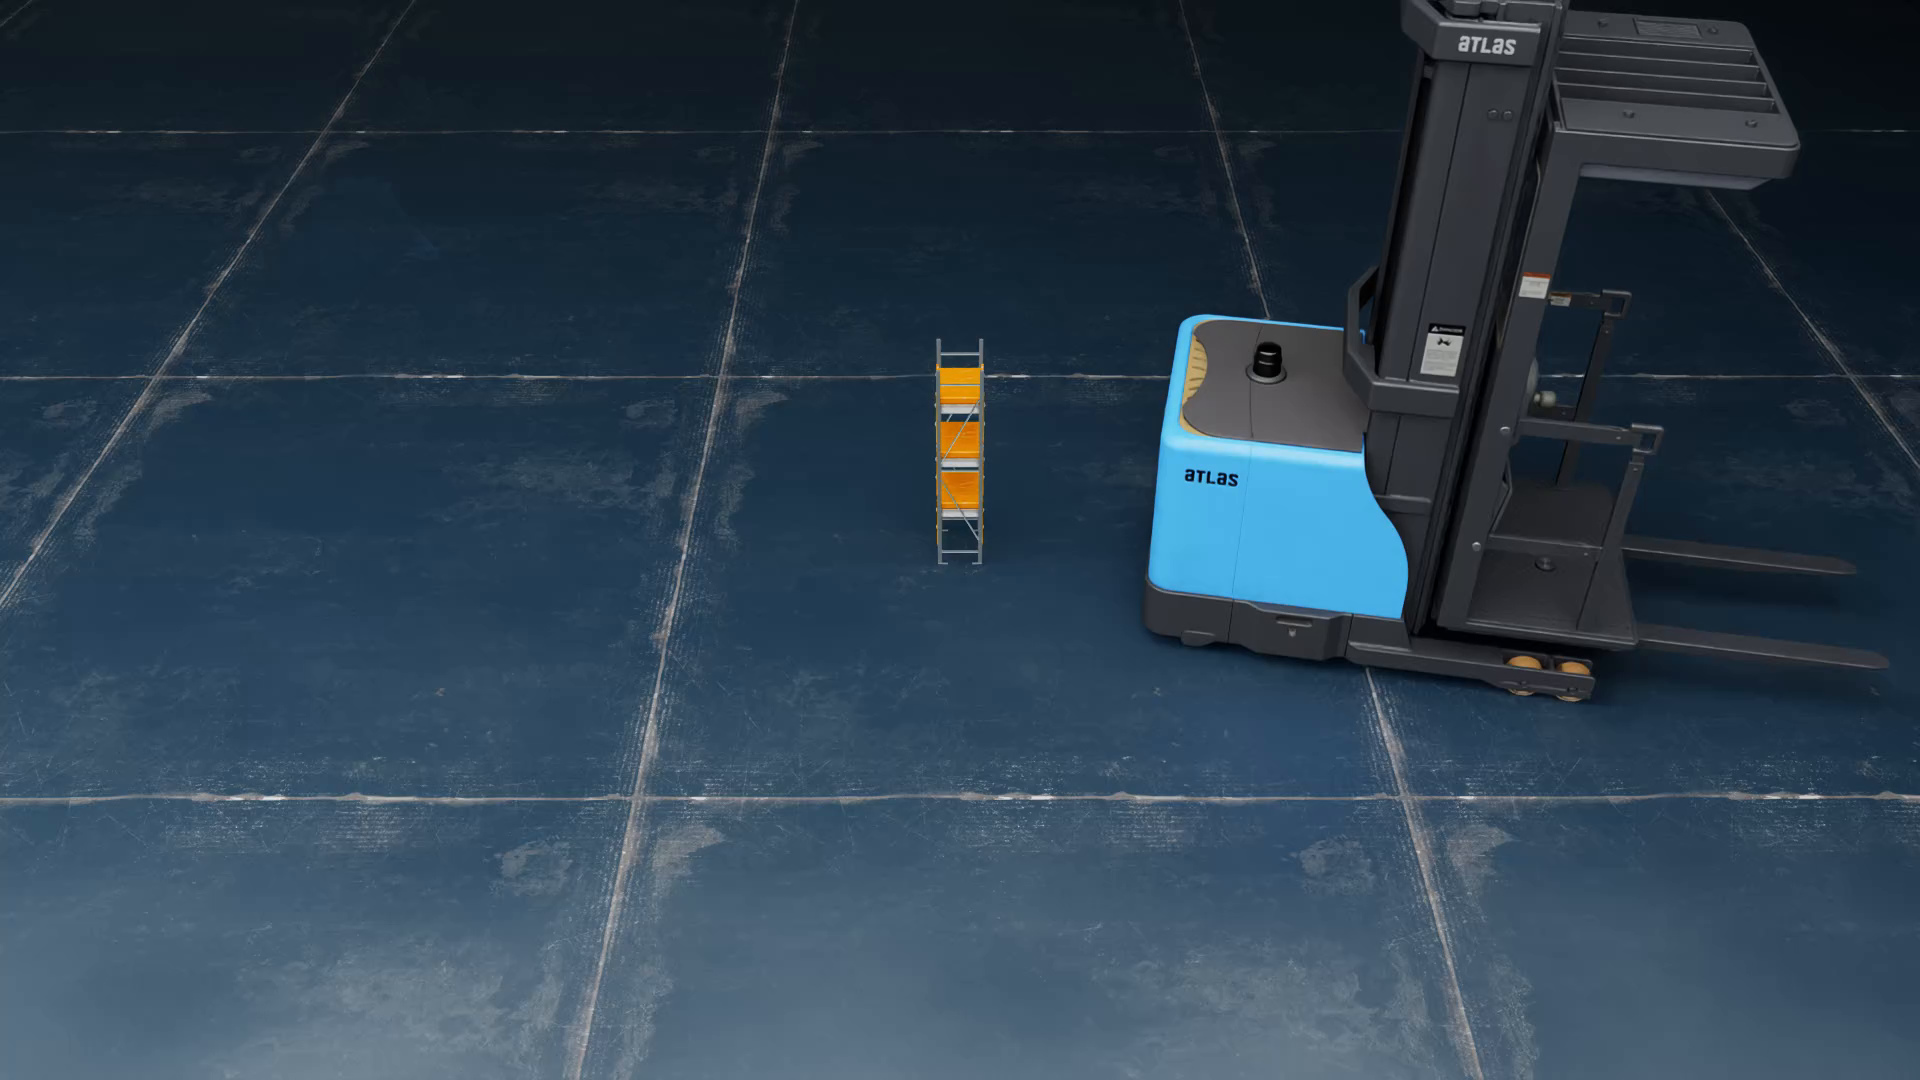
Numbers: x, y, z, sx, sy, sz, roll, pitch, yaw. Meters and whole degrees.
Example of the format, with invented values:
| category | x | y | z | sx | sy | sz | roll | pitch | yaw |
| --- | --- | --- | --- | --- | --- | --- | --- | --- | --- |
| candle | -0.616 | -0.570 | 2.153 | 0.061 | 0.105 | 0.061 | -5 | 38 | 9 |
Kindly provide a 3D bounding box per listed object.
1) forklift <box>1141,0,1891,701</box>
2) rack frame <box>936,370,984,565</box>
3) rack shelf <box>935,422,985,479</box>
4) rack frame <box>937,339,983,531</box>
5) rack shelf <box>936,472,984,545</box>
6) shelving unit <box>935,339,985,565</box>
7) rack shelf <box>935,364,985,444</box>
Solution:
| category | x | y | z | sx | sy | sz | roll | pitch | yaw |
| --- | --- | --- | --- | --- | --- | --- | --- | --- | --- |
| forklift | 2.355 | -0.836 | 6.449 | 3.031 | 2.935 | 1.130 | 7 | 39 | 8 |
| rack frame | 0.000 | -0.300 | 7.285 | 0.200 | 1.050 | 0.008 | 0 | 39 | 0 |
| rack shelf | 0.000 | -0.368 | 7.387 | 0.215 | 0.259 | 0.240 | 0 | 39 | 0 |
| rack frame | 0.000 | -0.453 | 7.475 | 0.200 | 1.050 | 0.008 | 0 | 39 | 0 |
| rack shelf | 0.000 | -0.151 | 7.560 | 0.215 | 0.259 | 0.240 | 0 | 39 | 0 |
| shelving unit | 0.000 | -0.376 | 7.380 | 0.215 | 1.050 | 0.252 | 0 | 39 | 0 |
| rack shelf | 0.000 | -0.589 | 7.209 | 0.215 | 0.259 | 0.240 | 0 | 39 | 0 |
